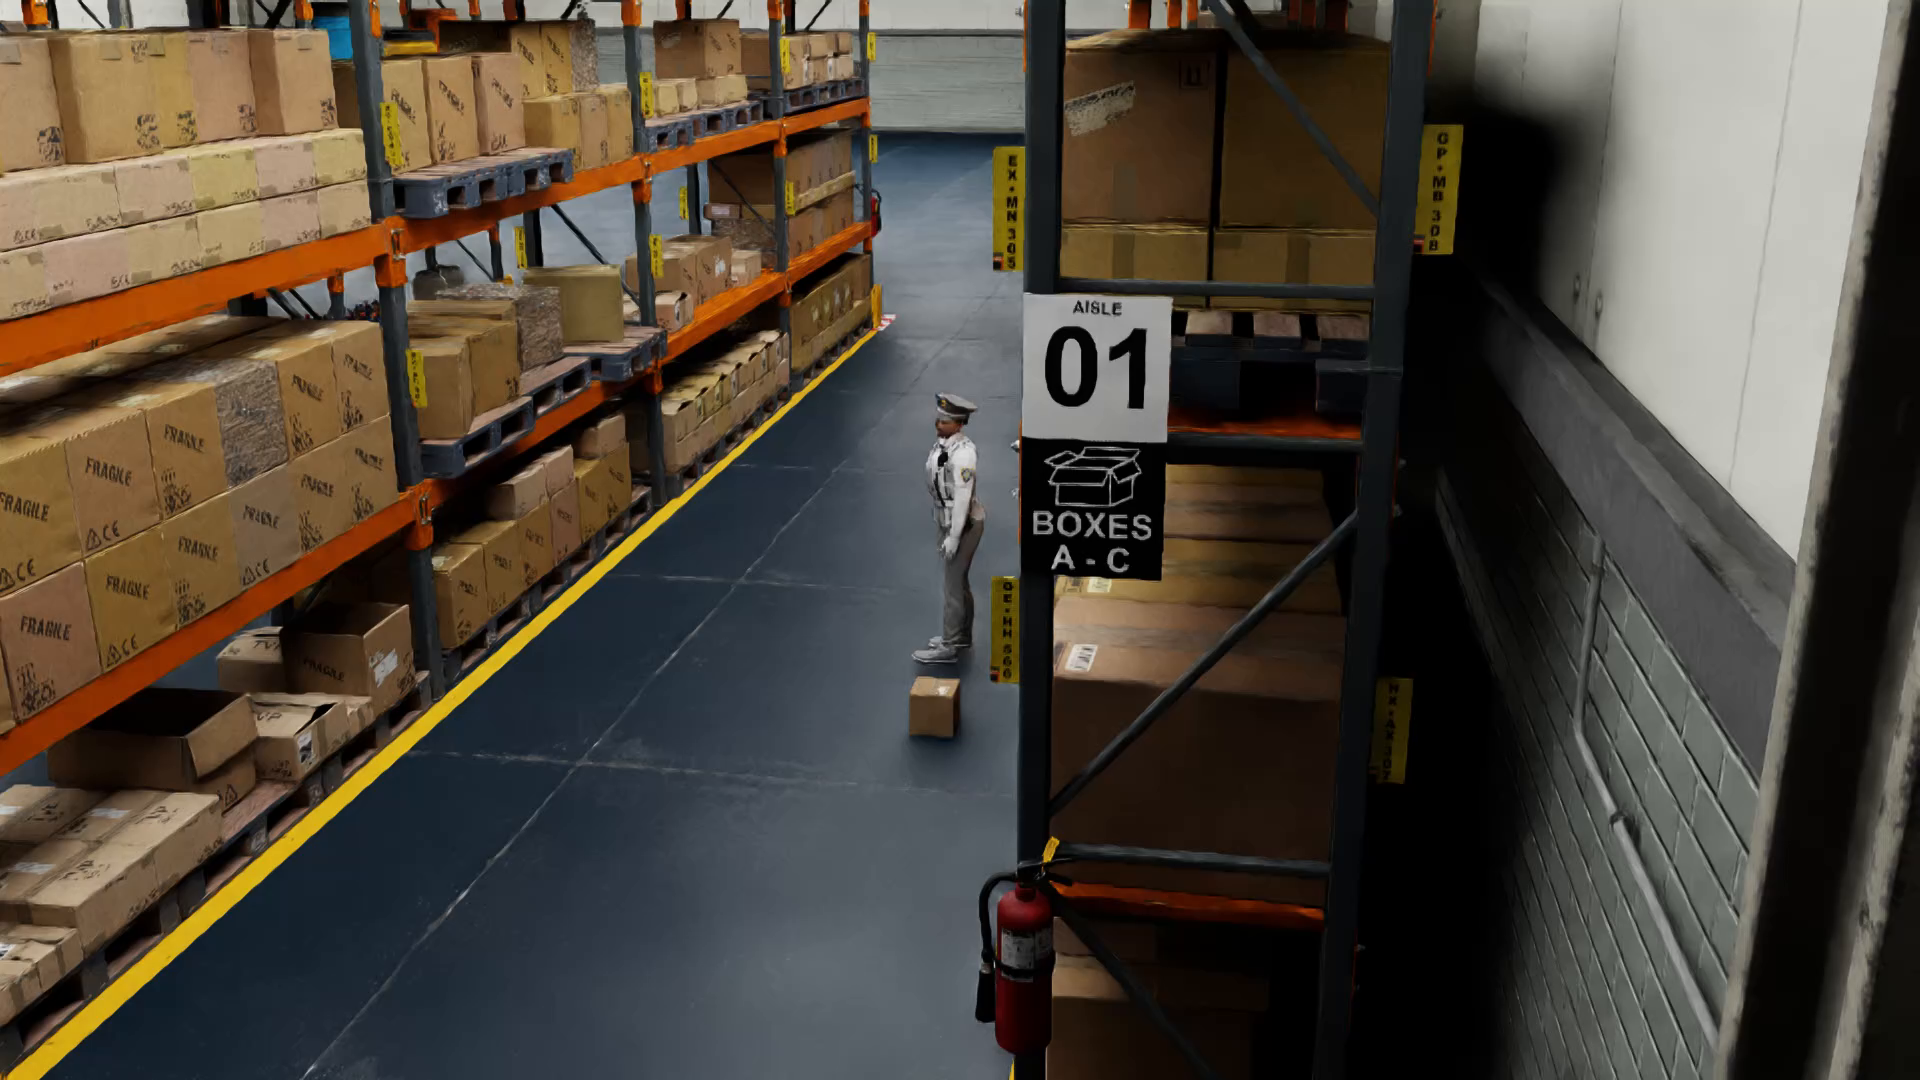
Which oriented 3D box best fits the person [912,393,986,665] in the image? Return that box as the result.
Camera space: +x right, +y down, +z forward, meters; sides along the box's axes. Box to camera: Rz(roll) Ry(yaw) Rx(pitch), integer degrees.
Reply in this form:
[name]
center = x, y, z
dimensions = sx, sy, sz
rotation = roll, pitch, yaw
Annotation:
[person]
center = -0.103, -0.072, 10.186
dimensions = 0.480, 1.687, 0.545
rotation = -6, 19, -17
